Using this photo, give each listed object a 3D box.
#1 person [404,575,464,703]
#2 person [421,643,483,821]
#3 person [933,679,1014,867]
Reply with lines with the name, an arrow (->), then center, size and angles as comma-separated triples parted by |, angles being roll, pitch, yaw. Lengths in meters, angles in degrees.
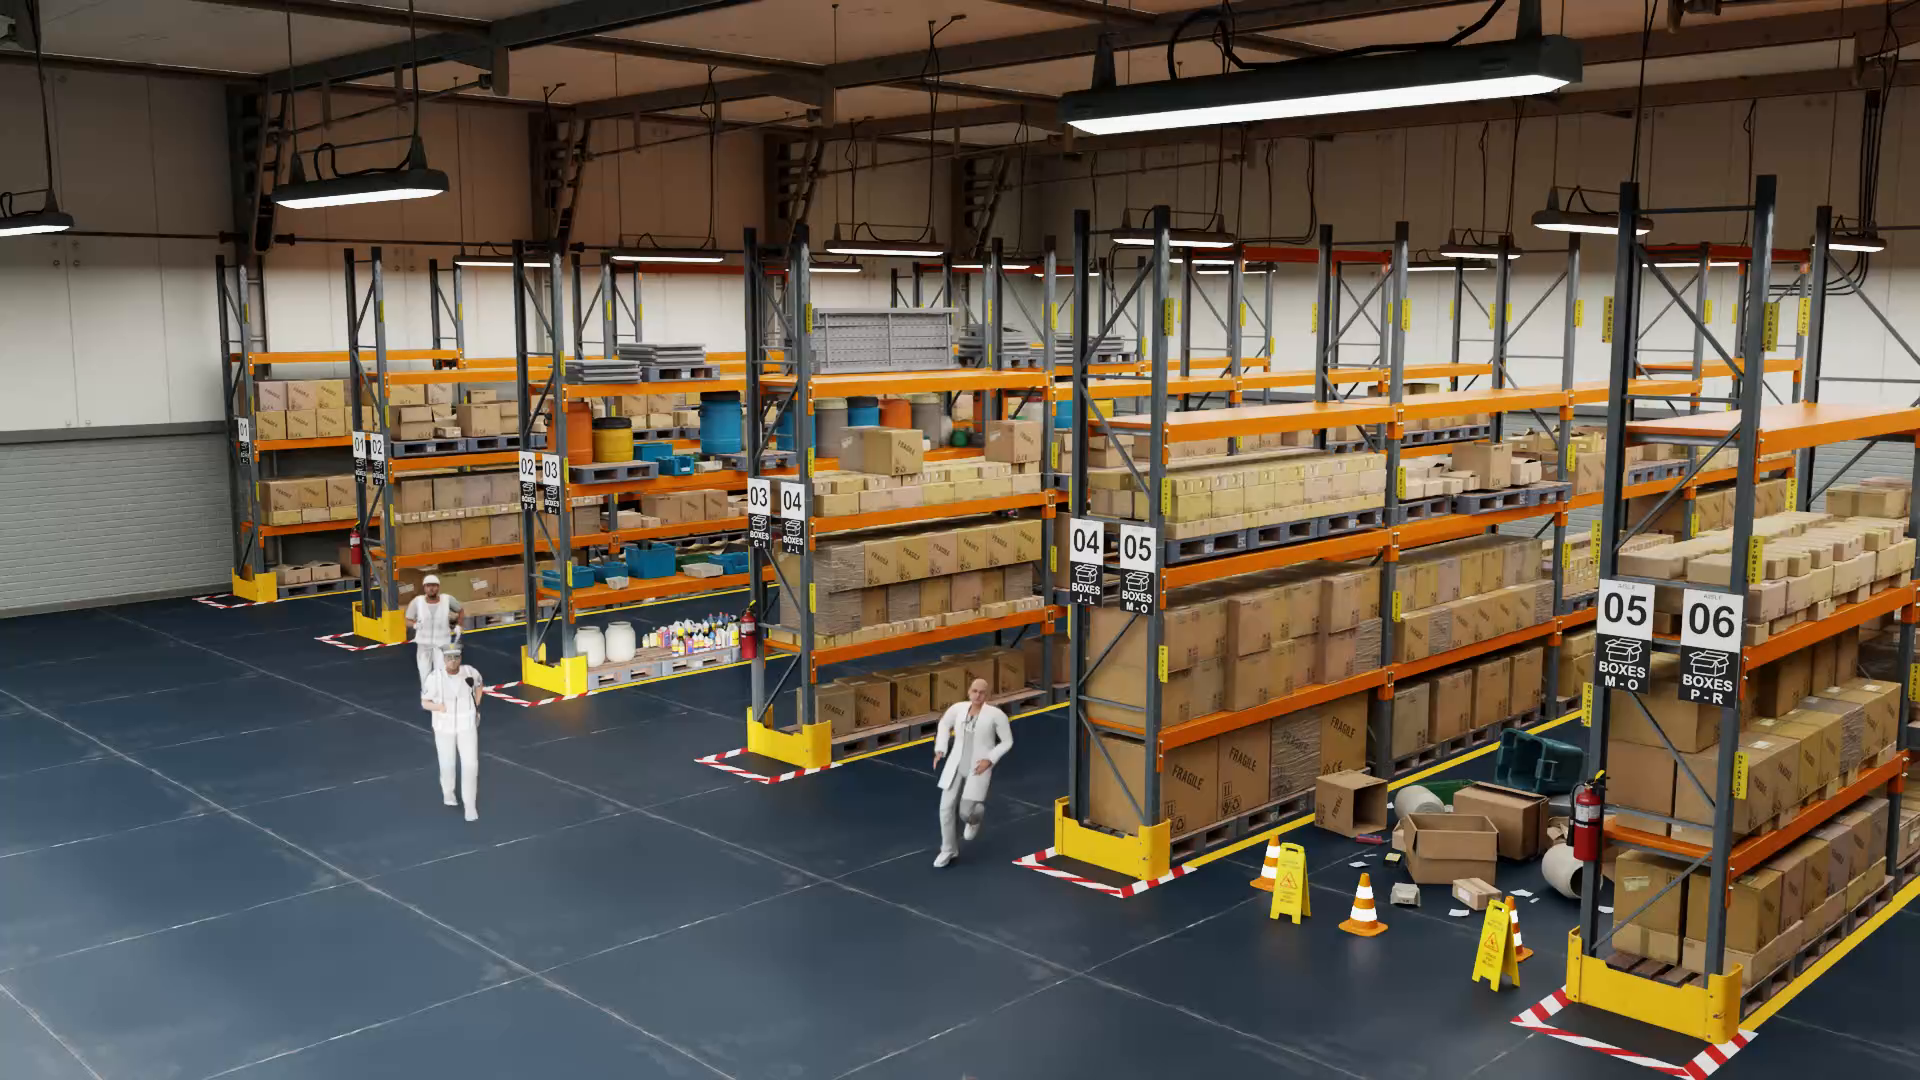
person -> -6.638, 1.335, 20.987 | 0.698, 1.809, 0.714 | -1, 8, -10
person -> -5.130, 1.931, 16.869 | 0.609, 1.847, 0.849 | -3, 9, -18
person -> 0.125, 2.138, 15.526 | 0.763, 1.743, 0.795 | 3, 9, 21
